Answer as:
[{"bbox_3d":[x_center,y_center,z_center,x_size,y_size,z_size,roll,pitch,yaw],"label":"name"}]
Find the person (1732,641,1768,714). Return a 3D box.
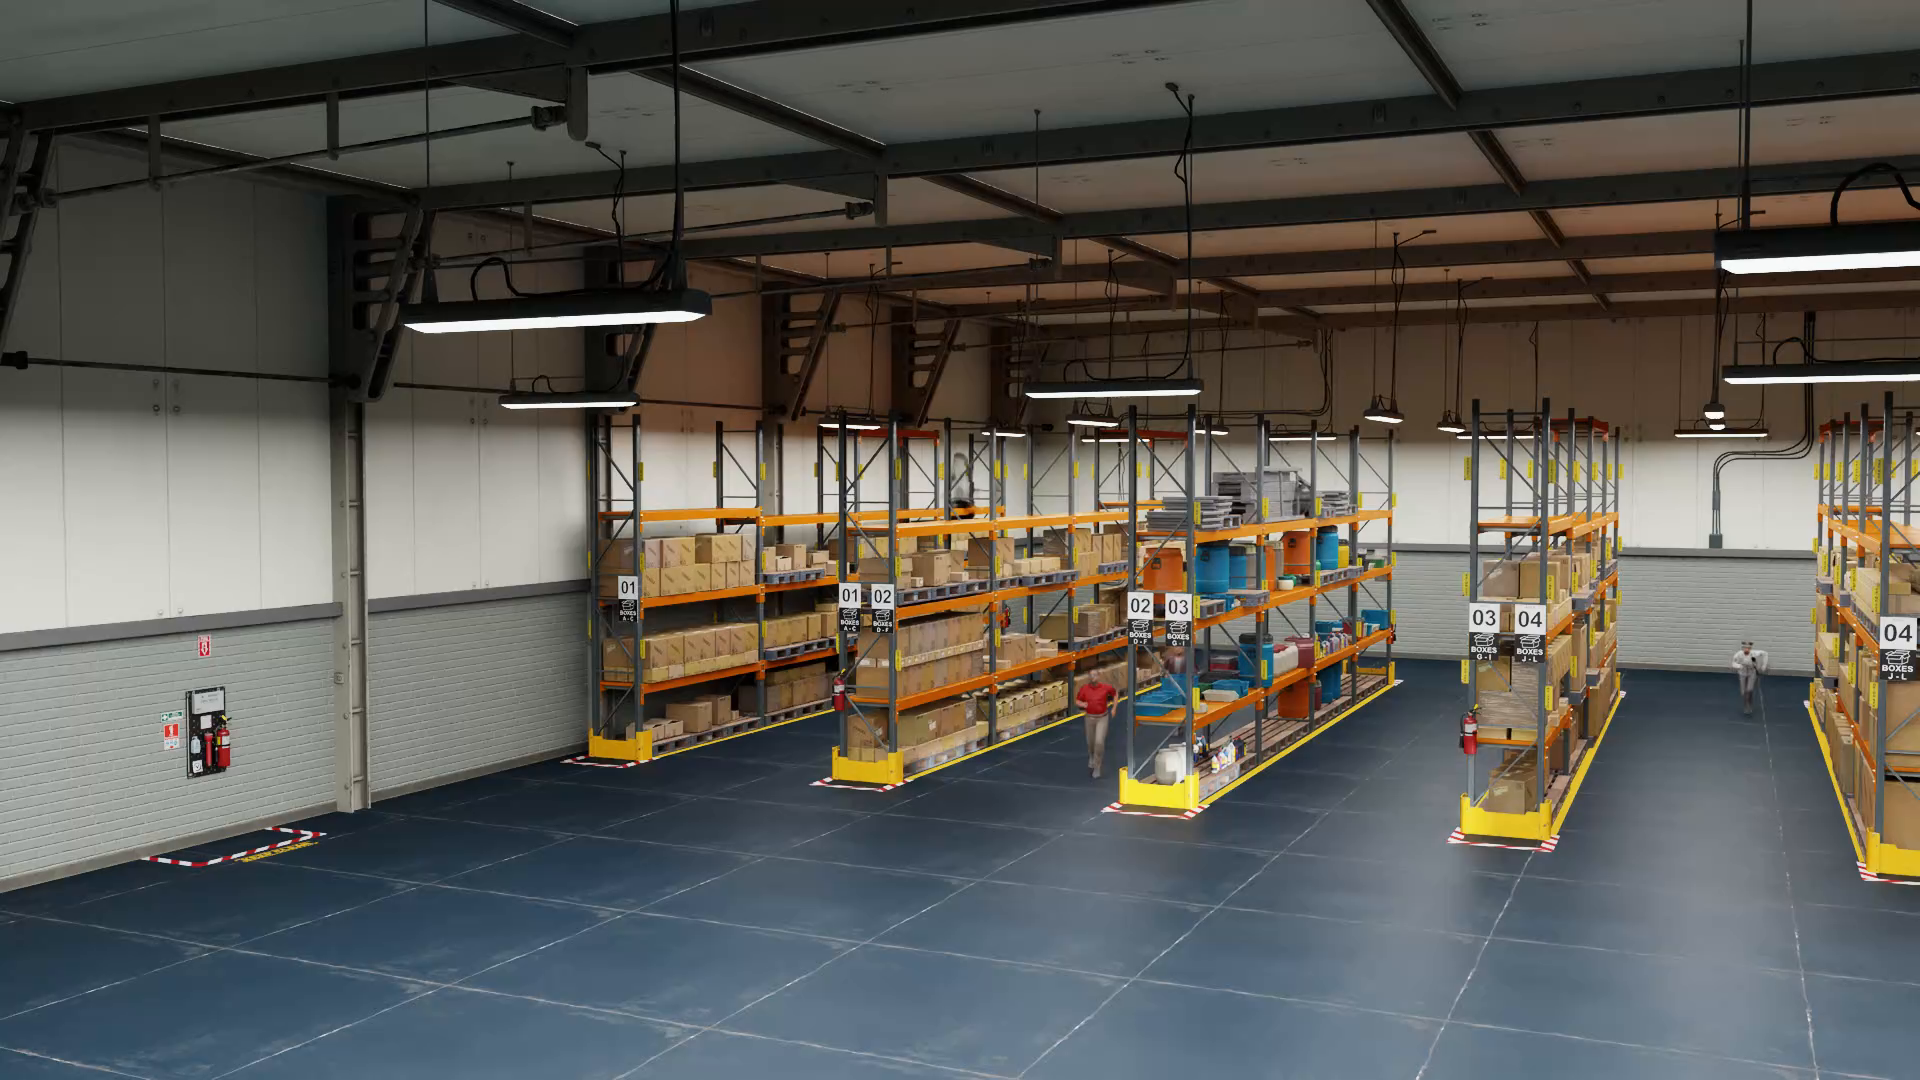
[{"bbox_3d":[16.256,2.824,34.227,0.645,1.538,0.916,1,3,31],"label":"person"}]

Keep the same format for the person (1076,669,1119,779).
[{"bbox_3d":[2.270,3.011,27.543,0.671,1.769,0.964,1,2,19],"label":"person"}]

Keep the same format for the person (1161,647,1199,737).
[{"bbox_3d":[4.179,2.825,31.697,0.711,1.764,0.923,1,2,20],"label":"person"}]
